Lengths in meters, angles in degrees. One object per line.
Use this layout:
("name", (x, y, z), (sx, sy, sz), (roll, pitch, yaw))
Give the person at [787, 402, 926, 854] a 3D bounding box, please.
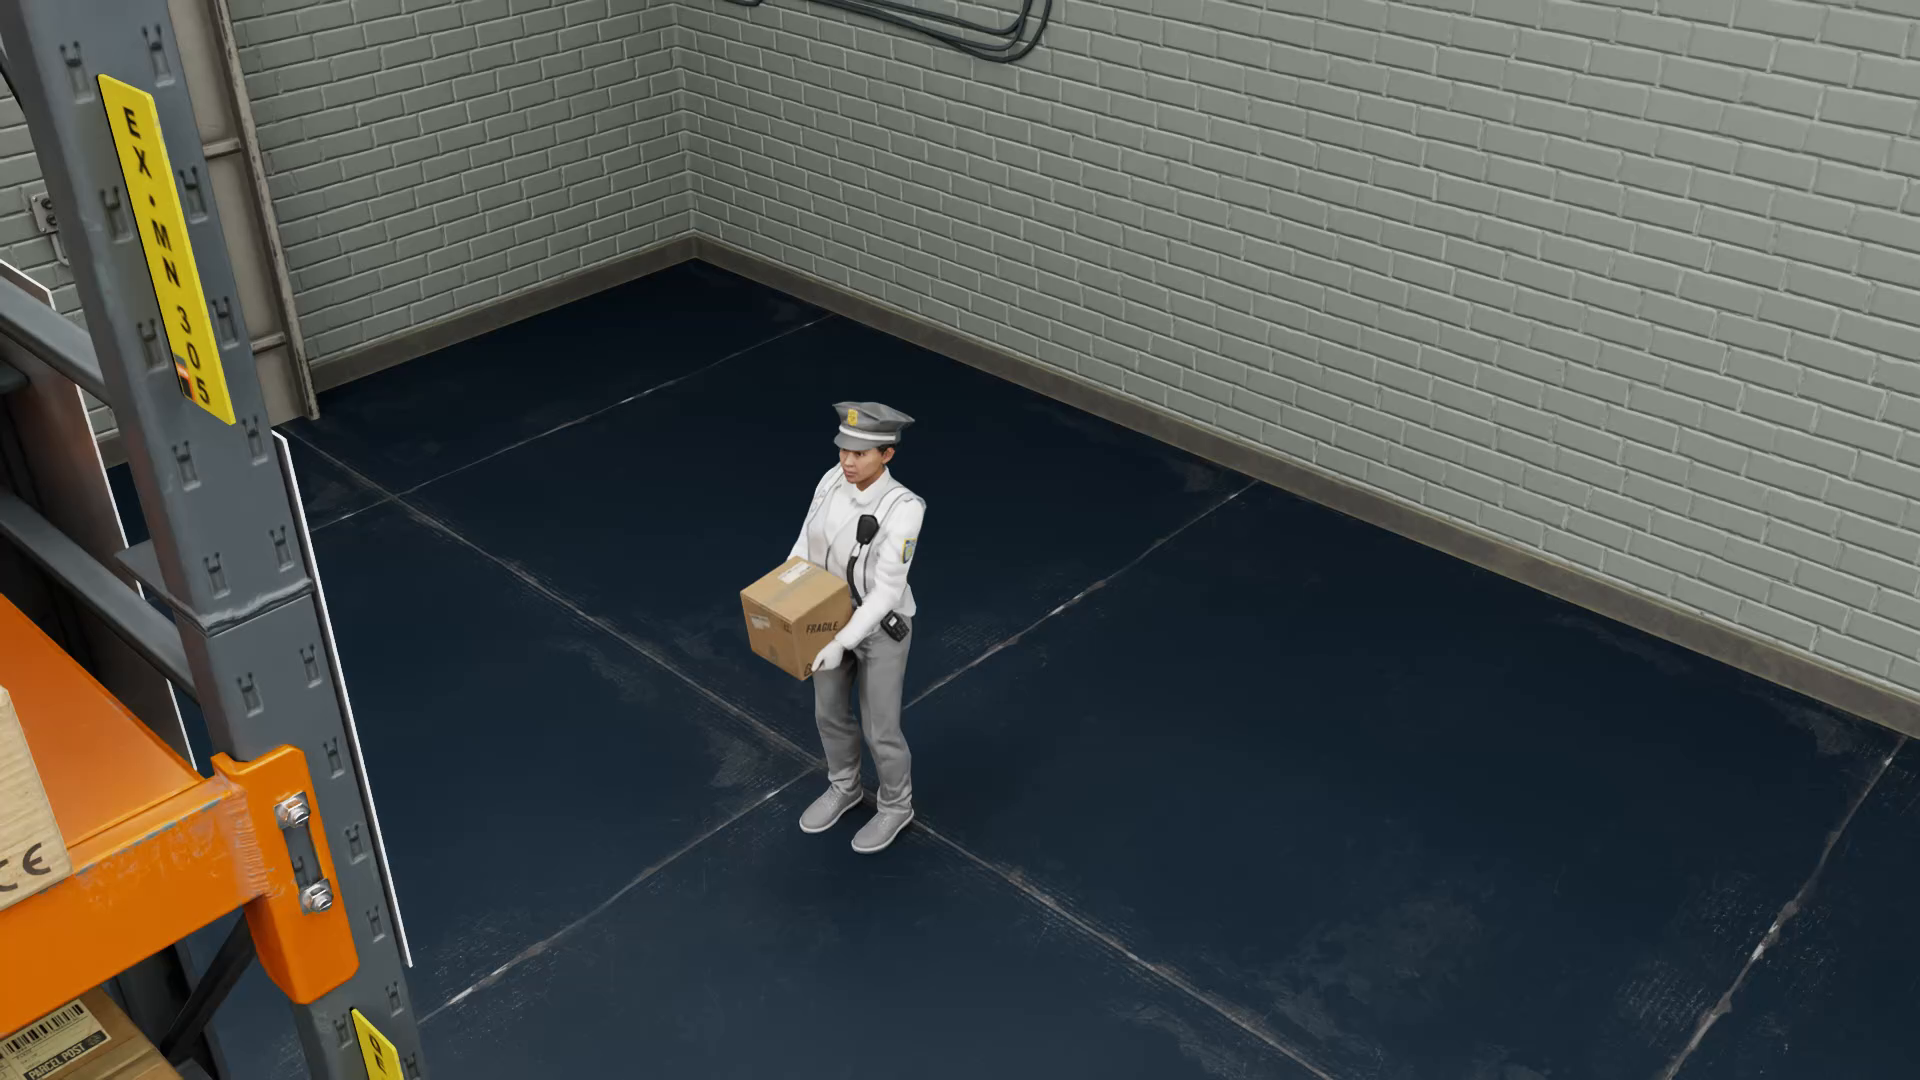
("person", (-0.387, 0.315, 5.600), (0.459, 1.688, 0.543), (26, 40, 36))
